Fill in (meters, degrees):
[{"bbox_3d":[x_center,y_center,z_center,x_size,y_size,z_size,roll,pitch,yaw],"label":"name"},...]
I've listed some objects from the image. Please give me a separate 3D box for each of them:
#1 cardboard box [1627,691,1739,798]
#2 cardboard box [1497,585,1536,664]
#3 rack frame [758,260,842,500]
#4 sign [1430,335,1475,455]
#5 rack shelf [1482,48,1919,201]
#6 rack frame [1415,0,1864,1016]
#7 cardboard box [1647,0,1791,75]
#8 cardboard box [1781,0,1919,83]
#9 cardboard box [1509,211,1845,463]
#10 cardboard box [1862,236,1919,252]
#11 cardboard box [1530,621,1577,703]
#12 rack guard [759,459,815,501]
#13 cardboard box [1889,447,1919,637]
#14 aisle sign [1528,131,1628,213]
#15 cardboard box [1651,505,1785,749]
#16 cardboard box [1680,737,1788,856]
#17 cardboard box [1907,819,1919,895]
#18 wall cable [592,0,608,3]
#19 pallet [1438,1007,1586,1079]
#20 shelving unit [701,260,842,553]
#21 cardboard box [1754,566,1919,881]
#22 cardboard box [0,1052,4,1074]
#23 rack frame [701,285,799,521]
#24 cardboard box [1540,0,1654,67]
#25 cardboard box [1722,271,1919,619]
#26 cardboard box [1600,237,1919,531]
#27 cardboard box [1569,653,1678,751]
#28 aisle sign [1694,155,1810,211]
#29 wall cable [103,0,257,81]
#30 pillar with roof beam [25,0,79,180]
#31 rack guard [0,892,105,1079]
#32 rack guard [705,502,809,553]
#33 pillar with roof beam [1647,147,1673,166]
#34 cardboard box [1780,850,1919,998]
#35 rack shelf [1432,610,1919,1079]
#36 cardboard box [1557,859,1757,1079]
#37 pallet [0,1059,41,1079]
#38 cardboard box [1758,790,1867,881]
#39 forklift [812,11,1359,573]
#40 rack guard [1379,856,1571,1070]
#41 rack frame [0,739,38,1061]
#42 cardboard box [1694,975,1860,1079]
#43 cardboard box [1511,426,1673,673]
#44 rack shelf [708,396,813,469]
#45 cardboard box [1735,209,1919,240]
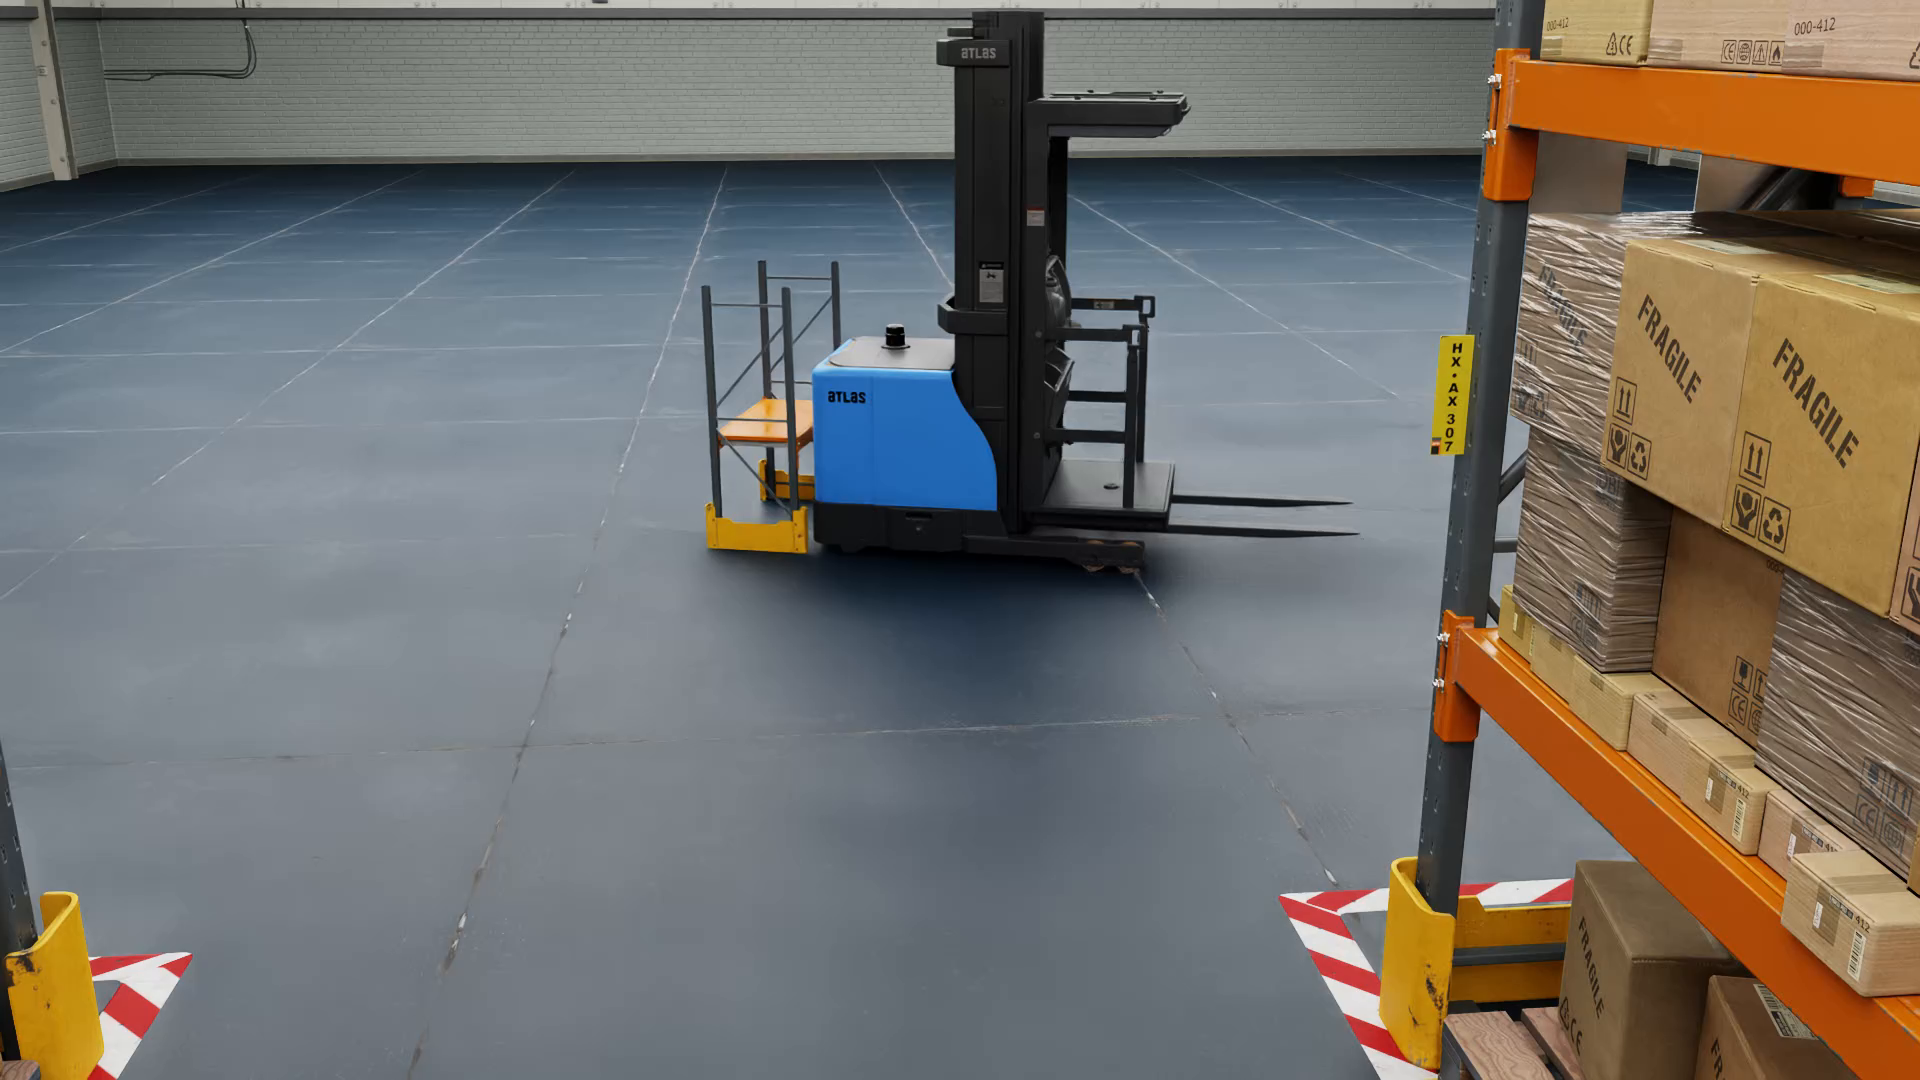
[{"bbox_3d":[1.719,0.445,3.671,0.380,0.149,0.250,-2,18,-6],"label":"cardboard box"},{"bbox_3d":[1.655,0.221,4.384,0.380,0.149,0.250,-2,18,-6],"label":"cardboard box"},{"bbox_3d":[-0.968,-0.966,10.242,0.500,1.500,0.032,3,18,11],"label":"rack frame"},{"bbox_3d":[1.323,-0.387,4.457,0.100,0.325,0.005,-2,18,-6],"label":"sign"},{"bbox_3d":[2.069,-0.483,2.401,1.077,0.370,4.000,-2,18,-6],"label":"rack shelf"},{"bbox_3d":[1.862,0.009,4.640,1.000,3.000,0.127,-2,18,-6],"label":"rack frame"},{"bbox_3d":[1.714,-1.045,3.242,0.500,0.250,0.500,-2,18,-7],"label":"cardboard box"},{"bbox_3d":[1.761,-0.898,2.772,0.500,0.250,0.500,-2,18,-6],"label":"cardboard box"},{"bbox_3d":[1.648,-0.485,3.882,0.500,0.500,0.500,-2,18,-6],"label":"cardboard box"},{"bbox_3d":[2.222,-0.353,3.459,0.500,0.500,0.500,-2,18,-6],"label":"cardboard box"},{"bbox_3d":[1.661,0.296,4.145,0.380,0.149,0.250,-2,18,-6],"label":"cardboard box"},{"bbox_3d":[-0.967,-0.364,10.410,0.587,0.250,0.087,3,18,11],"label":"rack guard"},{"bbox_3d":[1.803,-0.038,2.459,0.500,0.500,0.500,-2,18,-6],"label":"cardboard box"},{"bbox_3d":[1.558,-1.240,4.280,0.394,0.787,0.004,-2,18,-6],"label":"aisle sign"},{"bbox_3d":[2.063,0.129,3.593,0.875,0.500,0.500,-2,18,-6],"label":"cardboard box"},{"bbox_3d":[1.737,0.520,3.433,0.380,0.149,0.250,-2,18,-6],"label":"cardboard box"},{"bbox_3d":[2.111,0.429,2.639,0.875,0.500,0.500,-2,18,-6],"label":"cardboard box"},{"bbox_3d":[-6.395,-13.925,33.331,2.305,6.003,0.169,-2,18,-6],"label":"wall cable"},{"bbox_3d":[1.919,1.605,4.211,1.003,0.211,1.213,-2,18,-6],"label":"pallet"},{"bbox_3d":[-1.067,-0.814,9.757,0.587,1.500,1.083,3,18,11],"label":"shelving unit"},{"bbox_3d":[2.071,0.280,3.115,0.875,0.500,0.500,-2,18,-6],"label":"cardboard box"},{"bbox_3d":[-2.946,1.146,3.866,0.875,0.875,0.875,-2,18,-5],"label":"cardboard box"},{"bbox_3d":[-1.163,-0.667,9.290,0.500,1.500,0.032,3,18,11],"label":"rack frame"},{"bbox_3d":[1.655,-1.199,3.731,0.500,0.250,0.500,-1,17,-4],"label":"cardboard box"},{"bbox_3d":[1.746,-0.187,2.933,0.500,0.500,0.500,-2,18,-6],"label":"cardboard box"},{"bbox_3d":[1.693,-0.336,3.407,0.500,0.500,0.500,-2,18,-6],"label":"cardboard box"},{"bbox_3d":[1.672,0.371,3.906,0.380,0.149,0.250,-2,18,-6],"label":"cardboard box"},{"bbox_3d":[2.154,-1.259,4.339,0.394,0.787,0.004,-2,18,-6],"label":"aisle sign"},{"bbox_3d":[-15.839,-10.532,33.386,3.097,2.526,0.112,-2,18,-6],"label":"wall cable"},{"bbox_3d":[-12.568,-11.228,30.419,9.100,9.000,0.400,-2,18,-6],"label":"pillar with roof beam"},{"bbox_3d":[-3.084,1.318,4.645,1.175,0.500,0.348,-2,18,-6],"label":"rack guard"},{"bbox_3d":[-1.157,-0.071,9.477,0.587,0.250,0.087,3,18,11],"label":"rack guard"},{"bbox_3d":[10.200,-11.935,32.671,9.100,9.000,0.400,-2,18,-6],"label":"pillar with roof beam"},{"bbox_3d":[1.713,0.671,2.951,0.380,0.149,0.250,-2,18,-6],"label":"cardboard box"},{"bbox_3d":[2.069,0.948,2.850,1.077,0.370,4.000,-2,18,-6],"label":"rack shelf"},{"bbox_3d":[1.910,1.188,4.358,0.500,0.500,0.500,1,17,5],"label":"cardboard box"},{"bbox_3d":[-2.921,1.698,3.915,1.003,0.211,1.213,-2,18,-6],"label":"pallet"},{"bbox_3d":[1.790,0.593,3.198,0.380,0.149,0.250,-2,18,-6],"label":"cardboard box"},{"bbox_3d":[0.731,-1.392,9.217,3.031,2.935,1.130,3,18,9],"label":"forklift"},{"bbox_3d":[1.870,1.224,4.943,1.175,0.500,0.348,-2,18,-6],"label":"rack guard"},{"bbox_3d":[-3.082,0.132,4.248,1.000,3.000,0.127,-2,18,-6],"label":"rack frame"},{"bbox_3d":[2.006,1.365,3.794,0.500,0.500,0.500,3,18,9],"label":"cardboard box"},{"bbox_3d":[1.892,-0.016,4.056,0.875,0.500,0.500,-2,18,-6],"label":"cardboard box"},{"bbox_3d":[-1.064,-0.645,9.819,0.538,0.185,1.000,3,18,11],"label":"rack shelf"},{"bbox_3d":[2.165,-0.501,3.933,0.500,0.500,0.500,-2,18,-6],"label":"cardboard box"}]
